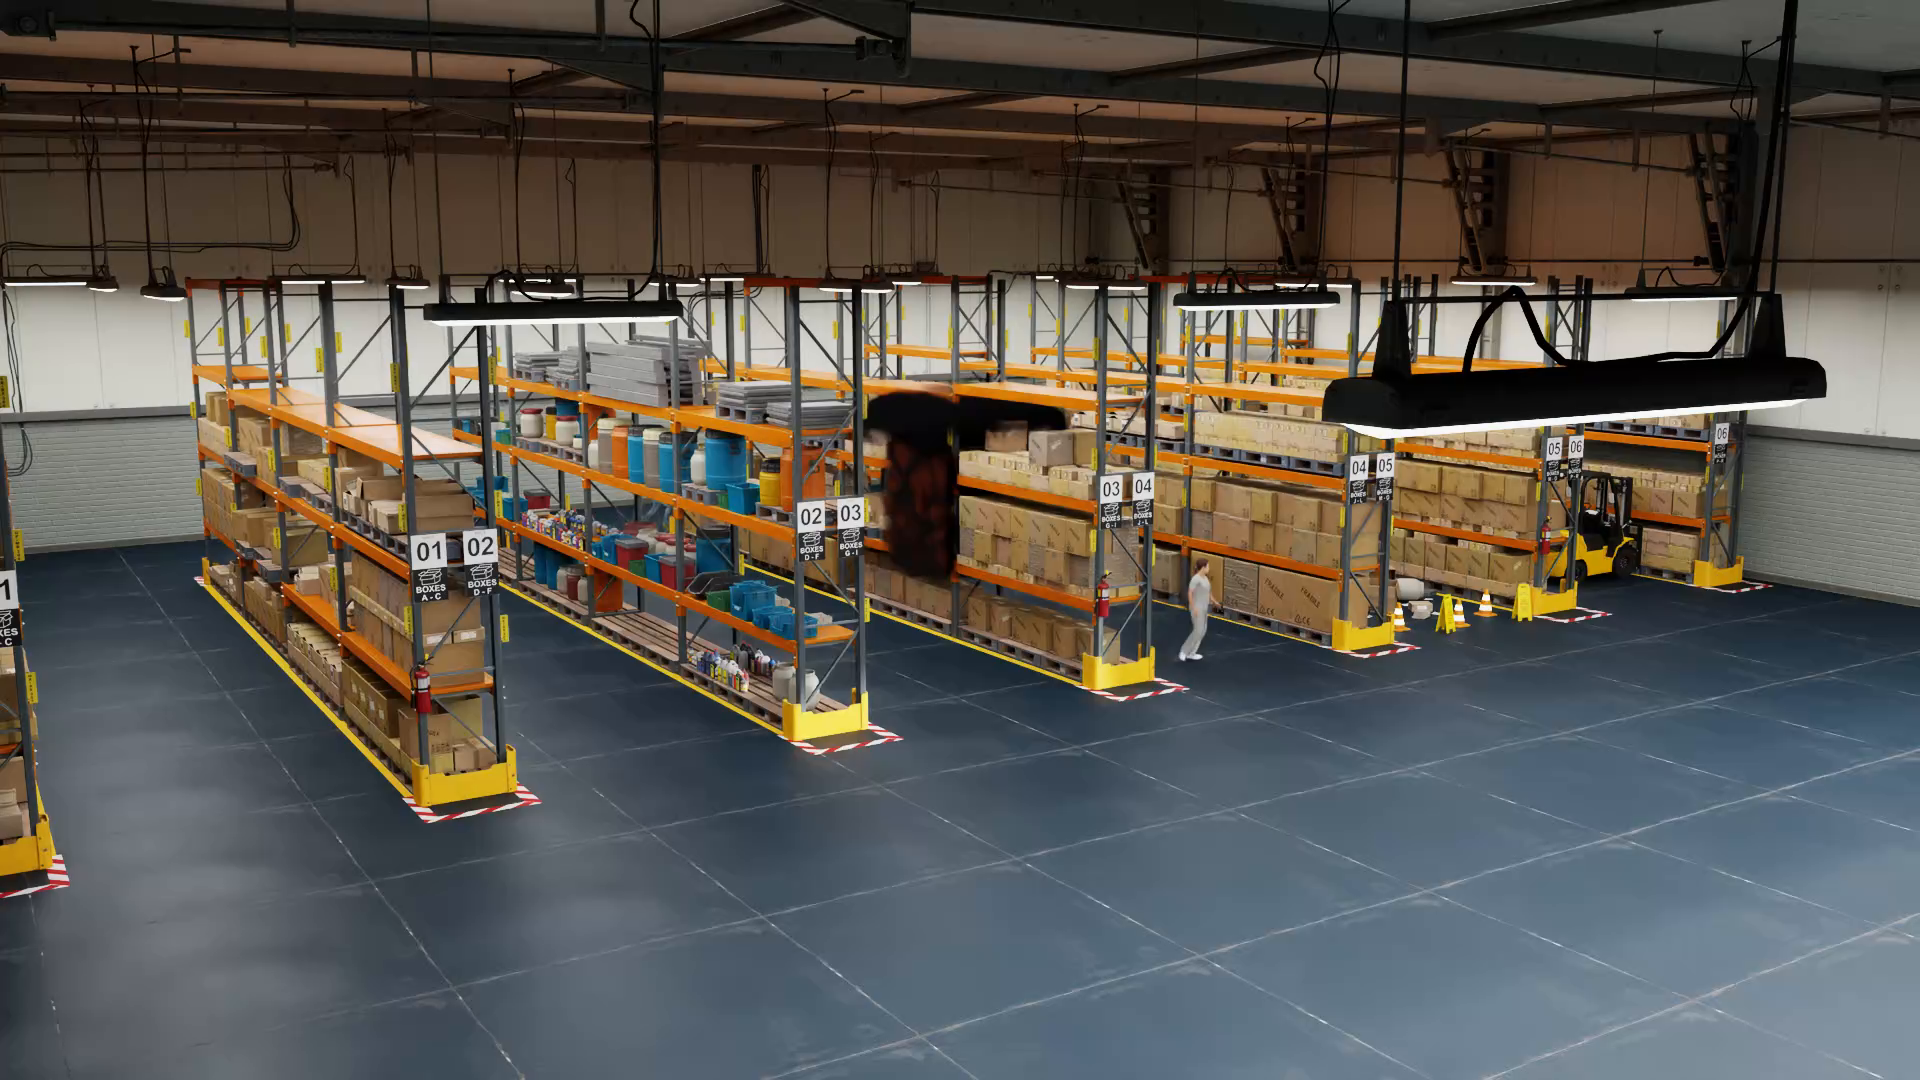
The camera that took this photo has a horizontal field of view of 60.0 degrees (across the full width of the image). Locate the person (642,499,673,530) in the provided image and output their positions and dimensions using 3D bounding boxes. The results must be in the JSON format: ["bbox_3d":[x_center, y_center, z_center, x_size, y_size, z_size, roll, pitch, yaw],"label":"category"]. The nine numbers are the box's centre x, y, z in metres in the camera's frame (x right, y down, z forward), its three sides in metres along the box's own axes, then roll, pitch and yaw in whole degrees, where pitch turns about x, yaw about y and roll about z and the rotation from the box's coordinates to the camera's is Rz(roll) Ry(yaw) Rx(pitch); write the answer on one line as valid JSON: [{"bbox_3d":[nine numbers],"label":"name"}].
[{"bbox_3d":[-7.043,-1.072,39.229,1.038,1.656,0.683,0,10,0],"label":"person"}]

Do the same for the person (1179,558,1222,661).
[{"bbox_3d":[3.810,1.113,26.468,0.541,1.640,0.696,5,11,29],"label":"person"}]

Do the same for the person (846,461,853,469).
[{"bbox_3d":[-2.570,-1.034,38.844,0.646,1.753,0.655,-6,12,-34],"label":"person"}]
